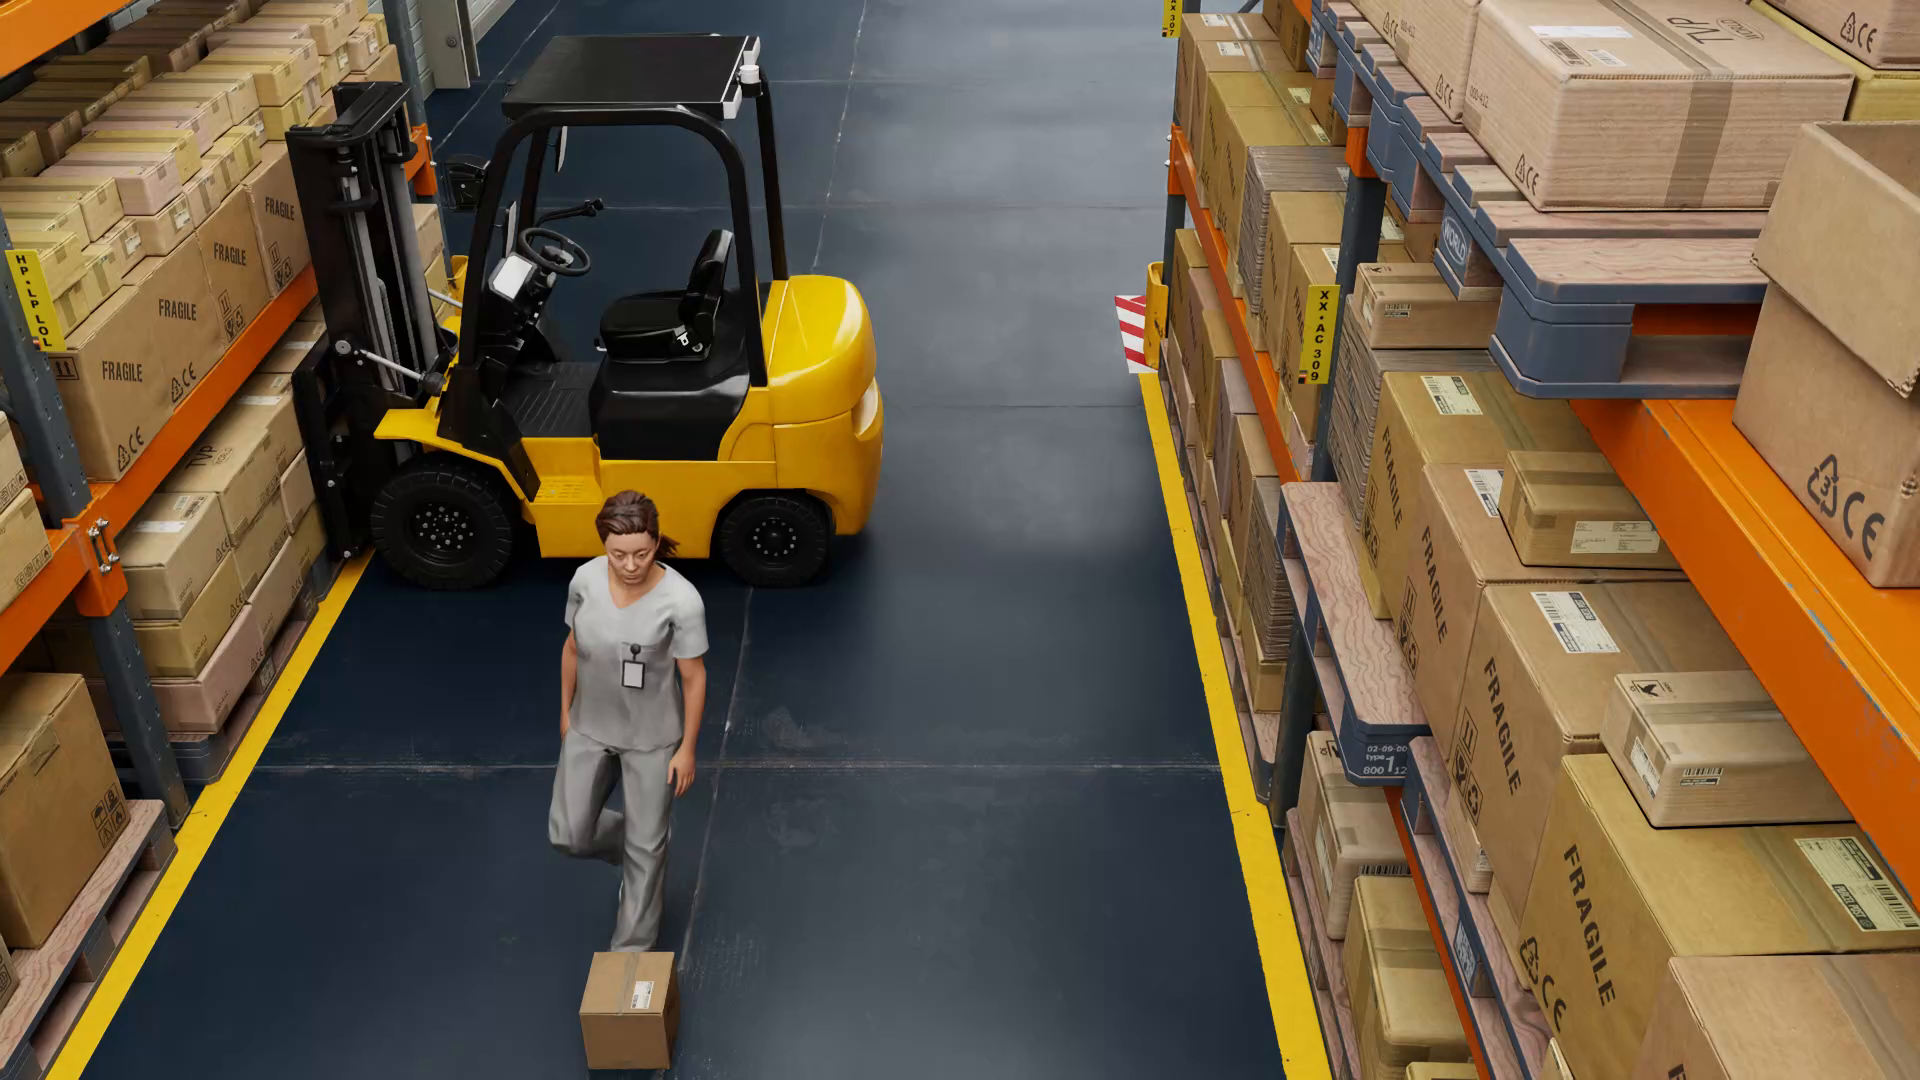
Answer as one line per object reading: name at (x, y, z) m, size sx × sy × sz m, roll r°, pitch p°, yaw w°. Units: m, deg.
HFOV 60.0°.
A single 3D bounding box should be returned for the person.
person at (-1.034, 0.634, 5.085) m, size 0.508 × 1.664 × 0.616 m, roll 7°, pitch 32°, yaw 12°
